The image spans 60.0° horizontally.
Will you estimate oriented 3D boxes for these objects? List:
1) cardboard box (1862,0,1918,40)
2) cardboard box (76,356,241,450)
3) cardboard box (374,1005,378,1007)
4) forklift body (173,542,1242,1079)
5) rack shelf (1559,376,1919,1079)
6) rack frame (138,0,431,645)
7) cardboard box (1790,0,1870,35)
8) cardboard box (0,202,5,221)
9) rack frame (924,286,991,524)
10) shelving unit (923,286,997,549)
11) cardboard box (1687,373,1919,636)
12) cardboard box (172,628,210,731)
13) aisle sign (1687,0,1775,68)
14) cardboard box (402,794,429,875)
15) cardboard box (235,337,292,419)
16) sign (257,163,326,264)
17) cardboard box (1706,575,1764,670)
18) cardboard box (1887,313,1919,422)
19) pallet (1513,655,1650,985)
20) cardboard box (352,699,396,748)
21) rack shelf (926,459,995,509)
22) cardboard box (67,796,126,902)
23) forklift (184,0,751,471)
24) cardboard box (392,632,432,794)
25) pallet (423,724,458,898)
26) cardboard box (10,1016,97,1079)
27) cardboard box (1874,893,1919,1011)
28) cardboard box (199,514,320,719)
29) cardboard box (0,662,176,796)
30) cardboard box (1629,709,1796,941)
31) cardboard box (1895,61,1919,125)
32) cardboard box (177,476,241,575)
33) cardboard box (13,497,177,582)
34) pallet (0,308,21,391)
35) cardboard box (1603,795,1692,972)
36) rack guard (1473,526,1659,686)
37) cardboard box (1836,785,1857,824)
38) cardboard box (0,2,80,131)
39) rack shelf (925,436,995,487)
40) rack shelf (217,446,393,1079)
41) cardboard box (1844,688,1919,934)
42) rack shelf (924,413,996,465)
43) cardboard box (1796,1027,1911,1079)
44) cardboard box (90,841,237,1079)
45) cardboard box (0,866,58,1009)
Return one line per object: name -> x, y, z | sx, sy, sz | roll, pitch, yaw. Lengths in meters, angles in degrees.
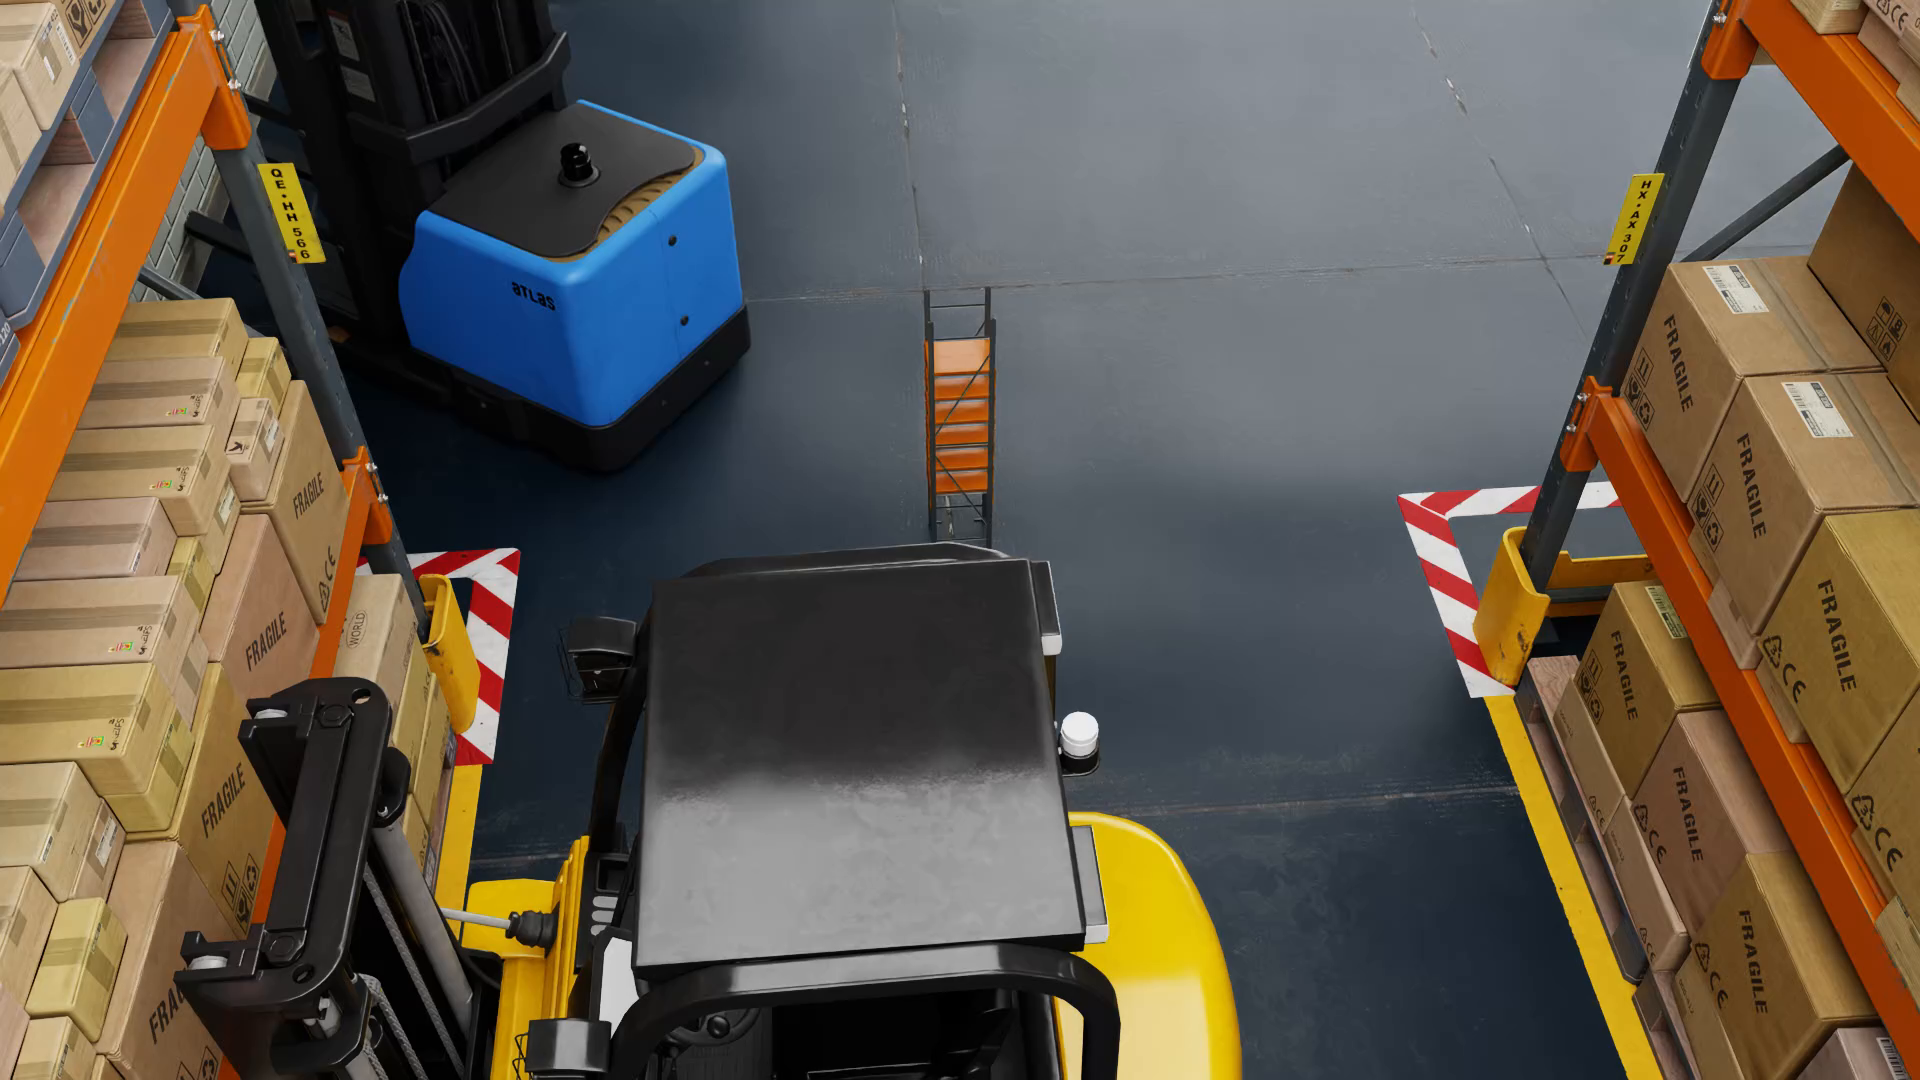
cardboard box -> 2.343, -1.399, 3.841 | 0.500, 0.250, 0.500 | -4, 47, -4
cardboard box -> -2.088, -0.329, 4.275 | 0.380, 0.149, 0.250 | -3, 47, -3
cardboard box -> -1.932, 1.306, 4.707 | 0.500, 0.250, 0.500 | -4, 47, -4
forklift body -> -0.403, 1.161, 4.169 | 2.313, 2.155, 1.214 | -3, 47, -3
rack shelf -> 2.734, 0.998, 4.235 | 1.077, 0.370, 4.000 | -3, 47, -3
rack frame -> -2.379, -0.392, 5.055 | 1.000, 3.000, 0.127 | -3, 47, -3
cardboard box -> 2.271, -1.382, 4.100 | 0.380, 0.149, 0.250 | -3, 47, -3
cardboard box -> -2.113, -0.584, 2.744 | 0.700, 0.500, 0.500 | -3, 47, -3
rack frame -> -0.009, -0.489, 6.387 | 0.240, 1.200, 0.006 | -3, 47, -3
shelving unit -> -0.001, -0.423, 6.324 | 0.258, 1.200, 0.189 | -3, 47, -3
cardboard box -> 2.376, -0.099, 4.504 | 0.500, 0.500, 0.500 | -2, 47, -2
cardboard box -> -1.981, 0.329, 3.857 | 0.380, 0.149, 0.250 | -5, 47, -5
aisle sign -> 2.252, -1.616, 4.424 | 0.394, 0.787, 0.004 | -3, 47, -3
cardboard box -> -1.993, 1.090, 5.256 | 0.500, 0.250, 0.500 | -3, 47, -3
cardboard box -> -2.071, -0.416, 4.562 | 0.380, 0.149, 0.250 | -3, 47, -3
sign -> -1.838, -0.895, 4.571 | 0.100, 0.325, 0.005 | -3, 47, -3
cardboard box -> 2.341, 0.213, 4.655 | 0.380, 0.149, 0.250 | -3, 47, -3
cardboard box -> 2.862, -0.454, 4.152 | 0.700, 0.500, 0.500 | -3, 47, -3
pallet -> 2.606, 0.907, 5.745 | 1.003, 0.211, 1.213 | -3, 47, -3
cardboard box -> -1.981, 0.748, 4.891 | 0.500, 0.250, 0.500 | -3, 47, -3
rack shelf -> -0.001, -0.227, 6.531 | 0.258, 0.103, 0.180 | -3, 47, -3
cardboard box -> -2.008, 0.697, 3.508 | 0.380, 0.149, 0.250 | -4, 47, -4
forklift -> -2.467, -2.110, 6.730 | 3.031, 2.935, 1.130 | 24, 51, 21
cardboard box -> -2.027, 0.570, 5.404 | 0.500, 0.250, 0.500 | -4, 47, -4
pallet -> -2.274, 1.117, 5.546 | 1.003, 0.211, 1.213 | -3, 47, -3
cardboard box -> -1.888, 1.070, 3.155 | 0.380, 0.149, 0.250 | -5, 47, -5
cardboard box -> 2.433, 0.964, 3.944 | 0.380, 0.149, 0.250 | -3, 47, -3
cardboard box -> -2.042, 0.289, 4.341 | 0.500, 0.500, 0.500 | -2, 47, -2
cardboard box -> -1.933, 0.412, 3.574 | 0.380, 0.149, 0.250 | -3, 47, -3
cardboard box -> 2.409, 0.842, 4.974 | 0.500, 0.500, 0.500 | -5, 47, -5
cardboard box -> 2.370, -1.004, 3.742 | 0.380, 0.149, 0.250 | -2, 47, -2
cardboard box -> -2.059, -0.041, 4.207 | 0.380, 0.149, 0.250 | -3, 47, -3
cardboard box -> -2.092, 0.043, 3.923 | 0.380, 0.149, 0.250 | -3, 47, -3
pallet -> -2.241, 0.005, 2.675 | 1.003, 0.211, 1.213 | -3, 47, -3
cardboard box -> 2.394, 1.075, 5.271 | 0.500, 0.250, 0.500 | -2, 47, -2
rack guard -> 2.573, 0.218, 6.199 | 1.175, 0.500, 0.348 | -3, 47, -3
cardboard box -> 2.478, 0.586, 4.302 | 0.380, 0.149, 0.250 | -2, 47, -2
cardboard box -> -2.007, -0.935, 3.319 | 0.380, 0.149, 0.250 | -5, 47, -4
rack shelf -> -0.001, -0.310, 6.444 | 0.258, 0.103, 0.180 | -3, 47, -3
rack shelf -> -2.212, 1.302, 3.946 | 1.077, 0.370, 4.000 | -3, 47, -3
cardboard box -> 2.471, 0.637, 3.807 | 0.500, 0.500, 0.500 | -4, 47, -4
rack shelf -> -0.001, -0.392, 6.357 | 0.258, 0.103, 0.180 | -3, 47, -3
cardboard box -> 2.496, 1.592, 4.264 | 0.500, 0.500, 0.500 | -1, 47, -1
cardboard box -> -1.946, 1.023, 3.646 | 0.500, 0.500, 0.500 | -3, 47, -3
cardboard box -> -2.001, 0.787, 3.218 | 0.380, 0.149, 0.250 | -3, 47, -3
